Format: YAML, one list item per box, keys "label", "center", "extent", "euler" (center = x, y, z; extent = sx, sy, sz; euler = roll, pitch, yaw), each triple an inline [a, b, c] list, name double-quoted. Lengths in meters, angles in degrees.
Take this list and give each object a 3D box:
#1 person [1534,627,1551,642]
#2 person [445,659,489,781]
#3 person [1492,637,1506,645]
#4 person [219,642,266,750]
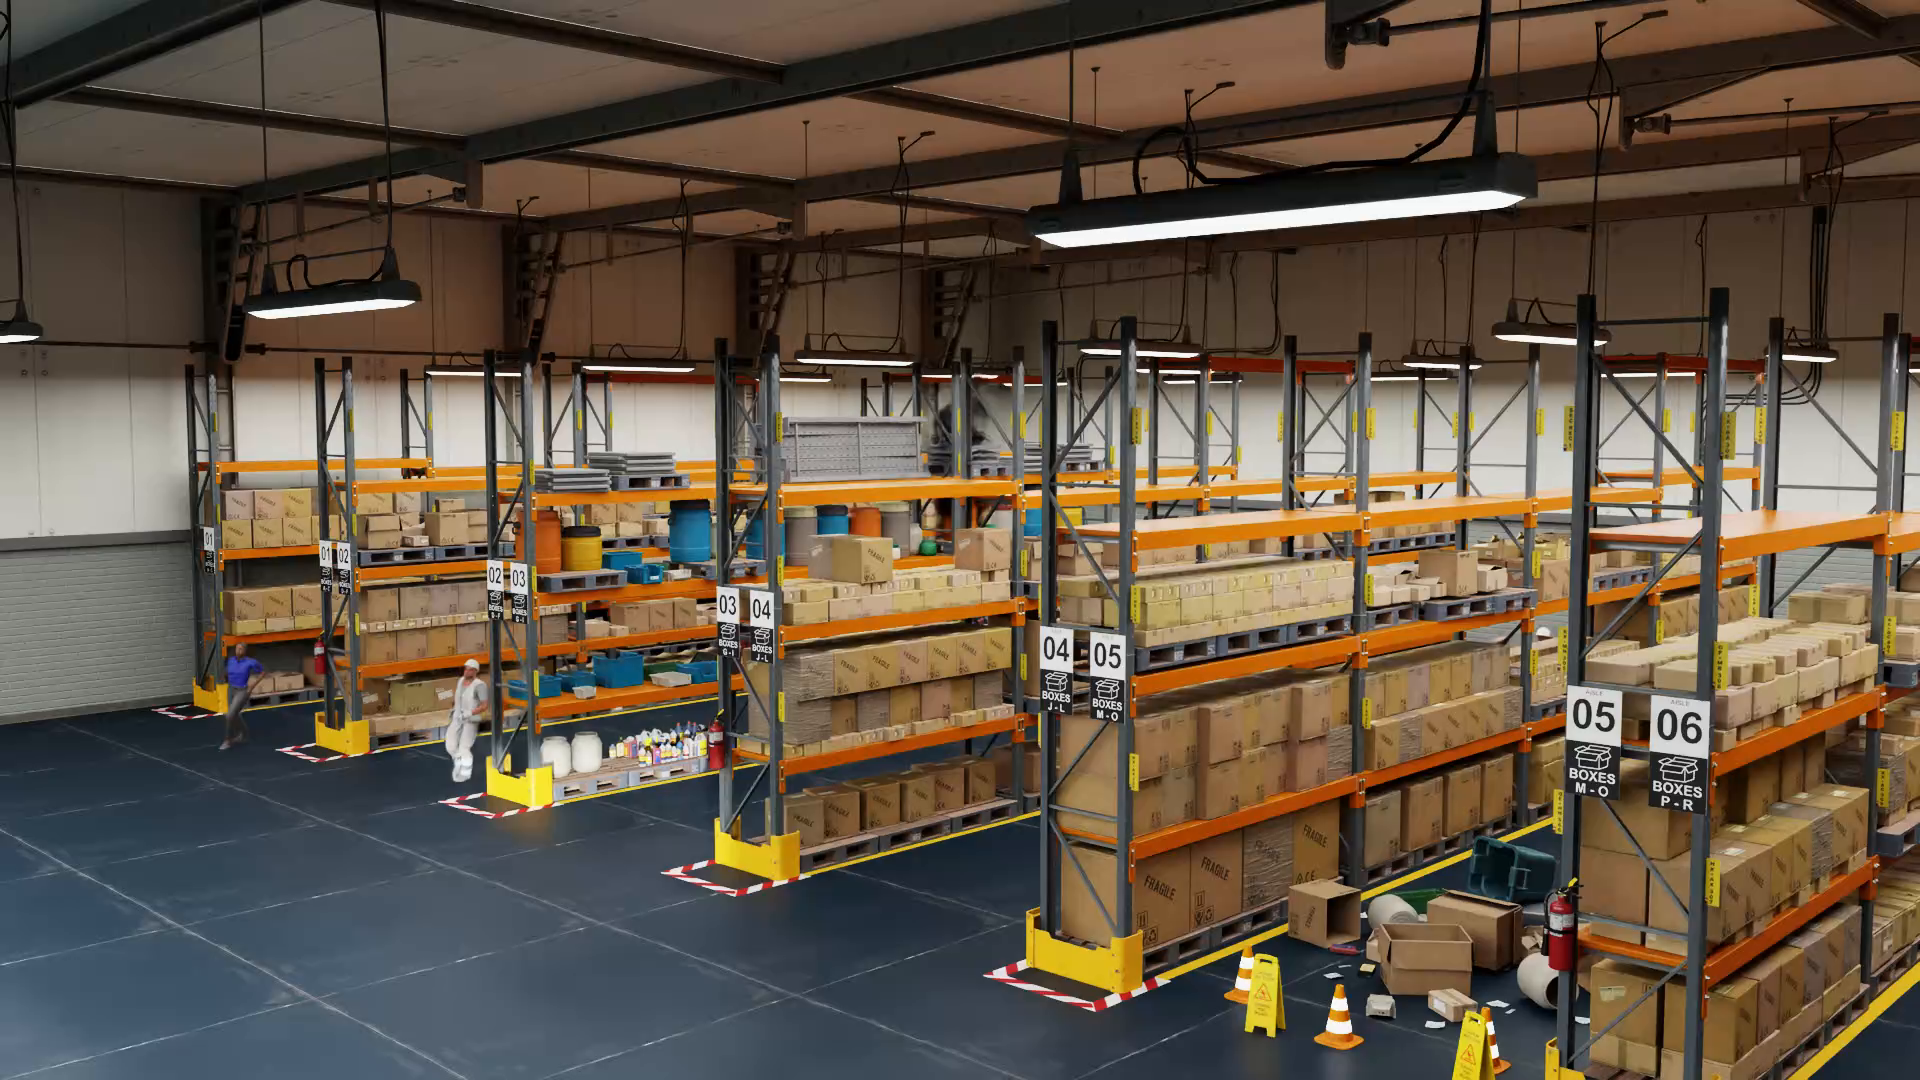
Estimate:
- label: "person"
  center: [9.270, 2.279, 26.337]
  extent: [0.604, 1.822, 0.899]
  euler: [4, 6, 45]
- label: "person"
  center: [-6.877, 2.518, 23.168]
  extent: [0.667, 1.736, 0.548]
  euler: [2, 5, 19]
- label: "person"
  center: [8.134, 2.366, 24.985]
  extent: [0.975, 1.803, 0.679]
  euler: [-4, 6, -40]
- label: "person"
  center: [-11.093, 2.400, 25.660]
  extent: [0.611, 1.679, 0.709]
  euler: [2, 5, 19]
